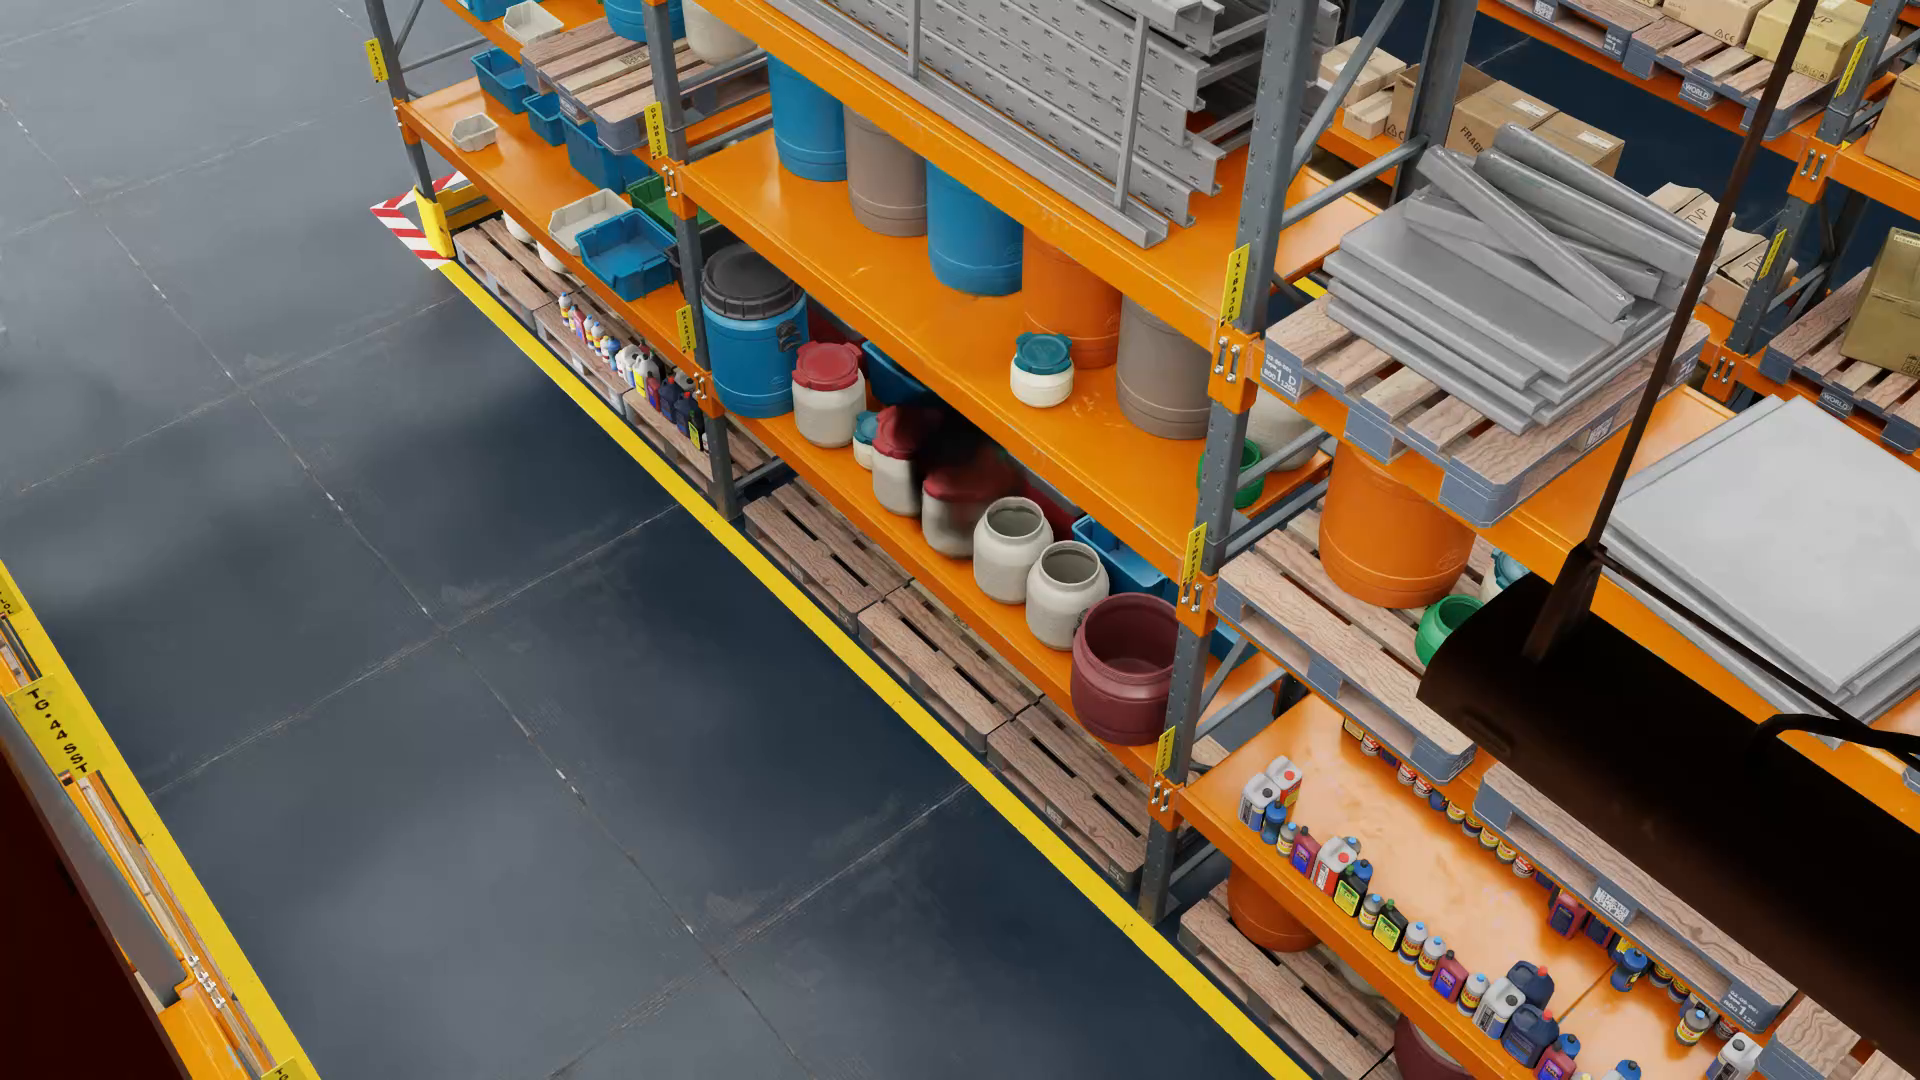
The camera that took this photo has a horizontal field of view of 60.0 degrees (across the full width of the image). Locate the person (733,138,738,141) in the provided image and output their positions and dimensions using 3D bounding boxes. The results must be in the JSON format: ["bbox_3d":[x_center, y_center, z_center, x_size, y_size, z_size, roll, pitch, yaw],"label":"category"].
[{"bbox_3d":[-2.268,-3.959,13.537,0.760,1.845,0.734,21,50,19],"label":"person"}]
